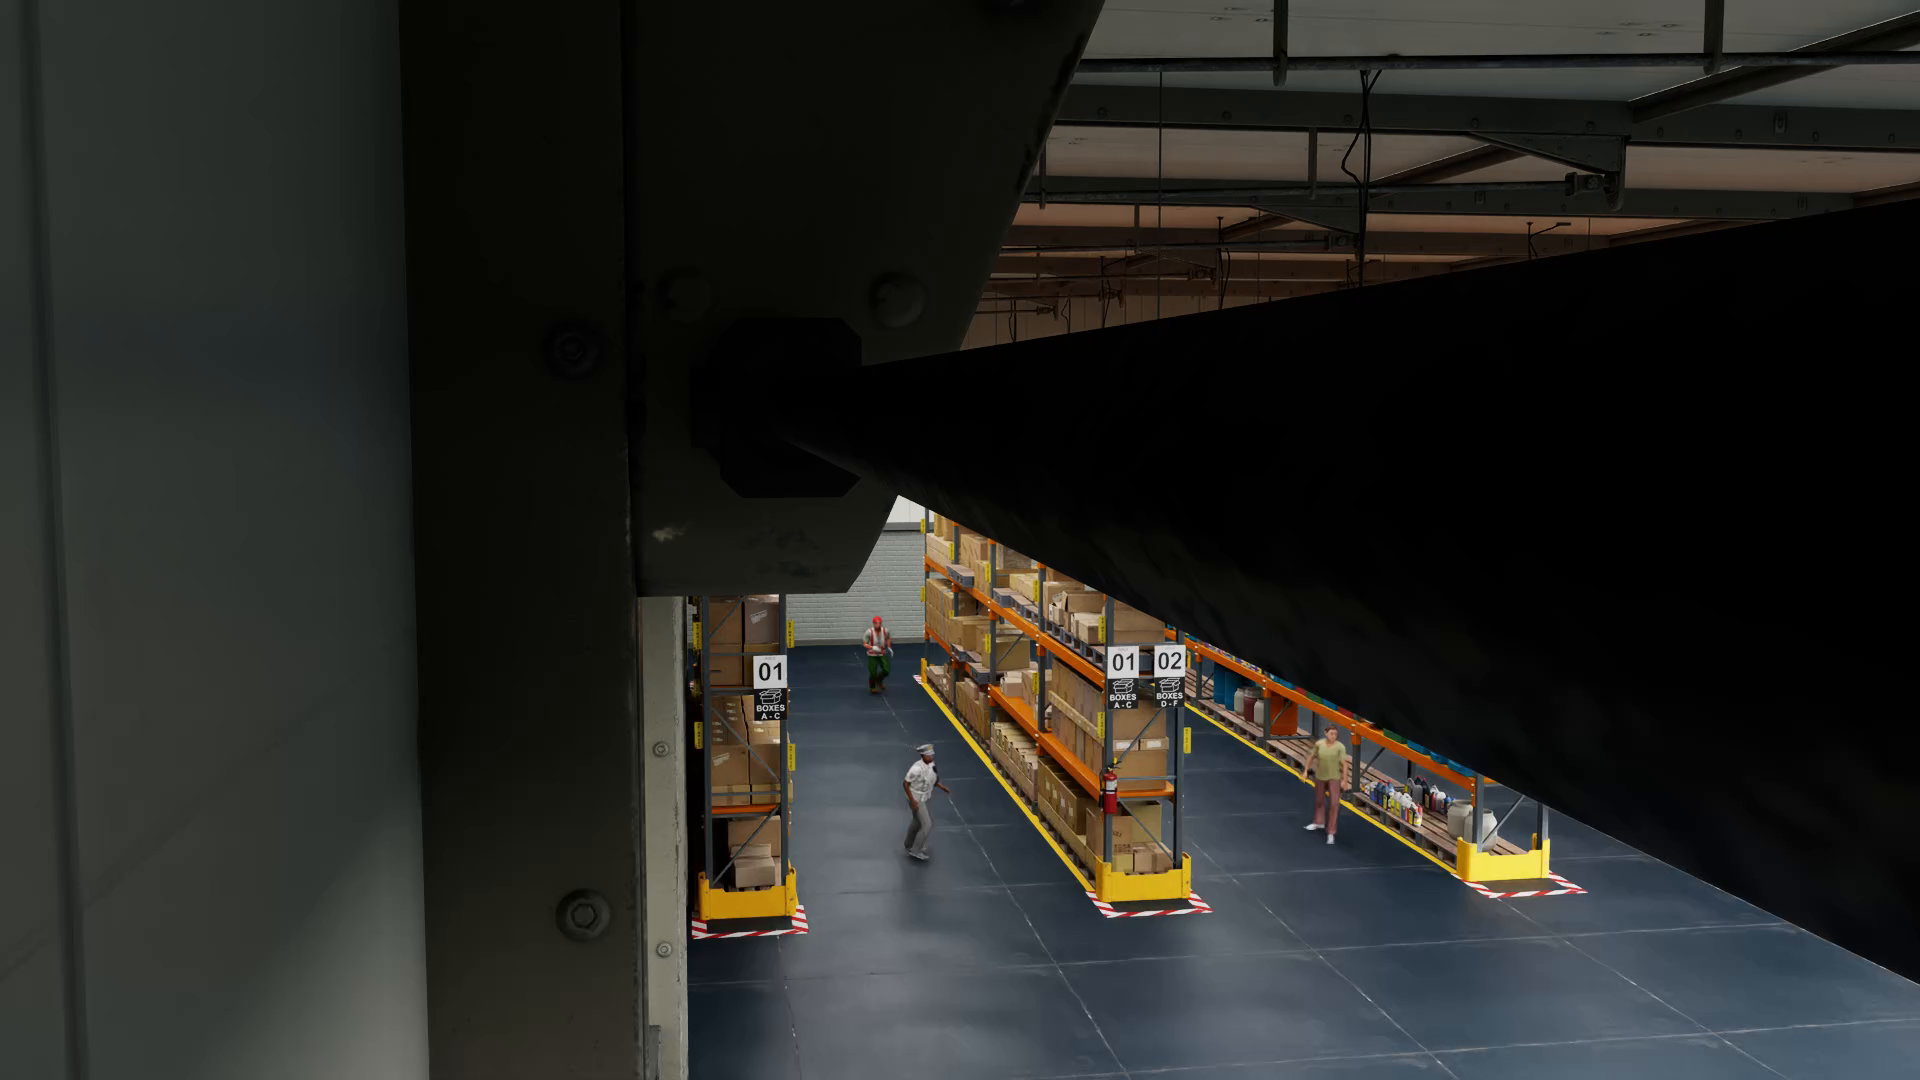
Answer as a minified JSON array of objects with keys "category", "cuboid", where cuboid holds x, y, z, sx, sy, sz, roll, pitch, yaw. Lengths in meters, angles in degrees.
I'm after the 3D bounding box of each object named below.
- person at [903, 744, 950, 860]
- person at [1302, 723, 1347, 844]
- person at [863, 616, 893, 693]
[{"category":"person","cuboid":[-0.497,3.553,22.744,0.767,1.620,0.634,2,5,24]},{"category":"person","cuboid":[5.203,3.421,23.741,0.616,1.660,0.762,3,6,27]},{"category":"person","cuboid":[-1.715,2.420,35.005,0.692,1.676,0.798,-2,5,-19]}]
